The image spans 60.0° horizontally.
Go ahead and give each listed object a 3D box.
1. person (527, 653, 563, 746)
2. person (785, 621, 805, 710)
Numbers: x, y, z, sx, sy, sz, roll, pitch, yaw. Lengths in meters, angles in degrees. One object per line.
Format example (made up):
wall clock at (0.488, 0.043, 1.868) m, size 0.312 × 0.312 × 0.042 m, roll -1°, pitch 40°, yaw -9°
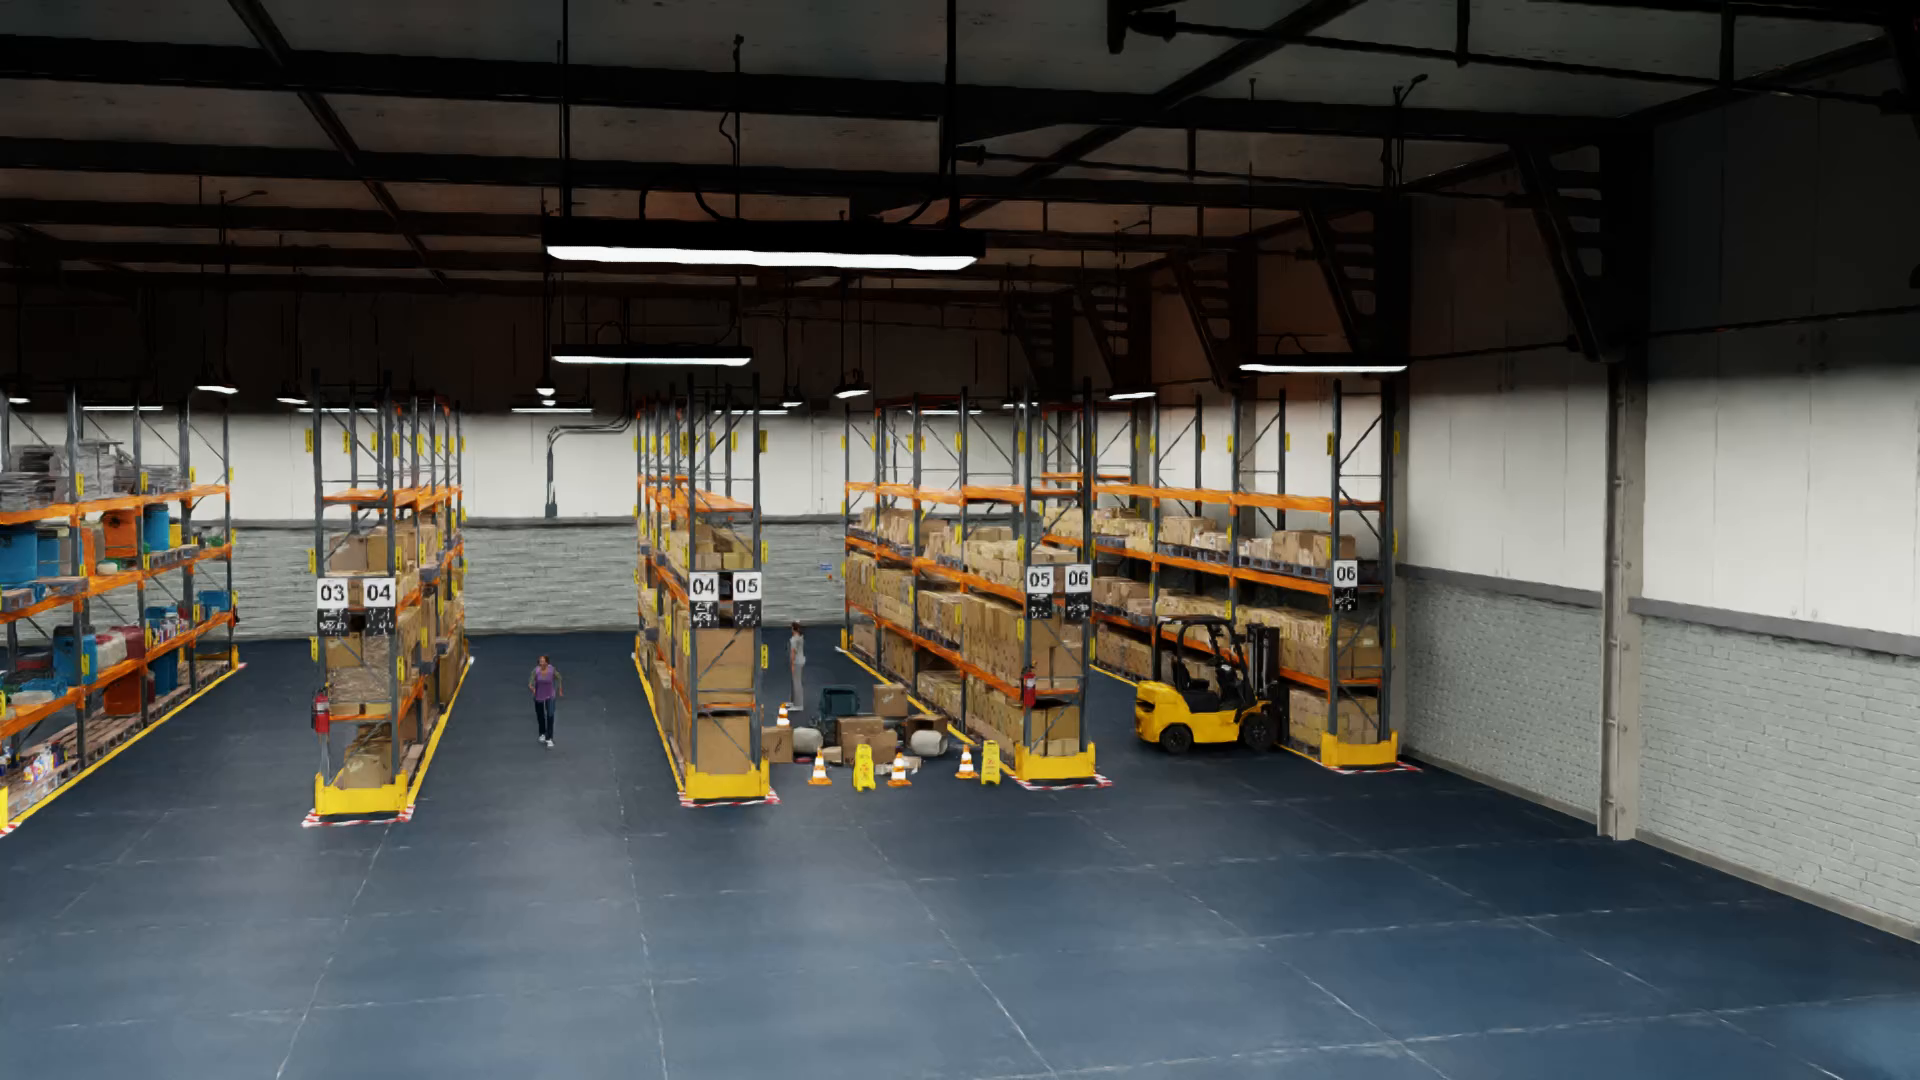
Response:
person at (-6.925, 2.650, 27.740) m, size 0.562 × 1.498 × 0.815 m, roll 0°, pitch 3°, yaw -8°
person at (-3.123, 2.347, 31.281) m, size 0.477 × 1.675 × 0.487 m, roll 1°, pitch 3°, yaw 16°
